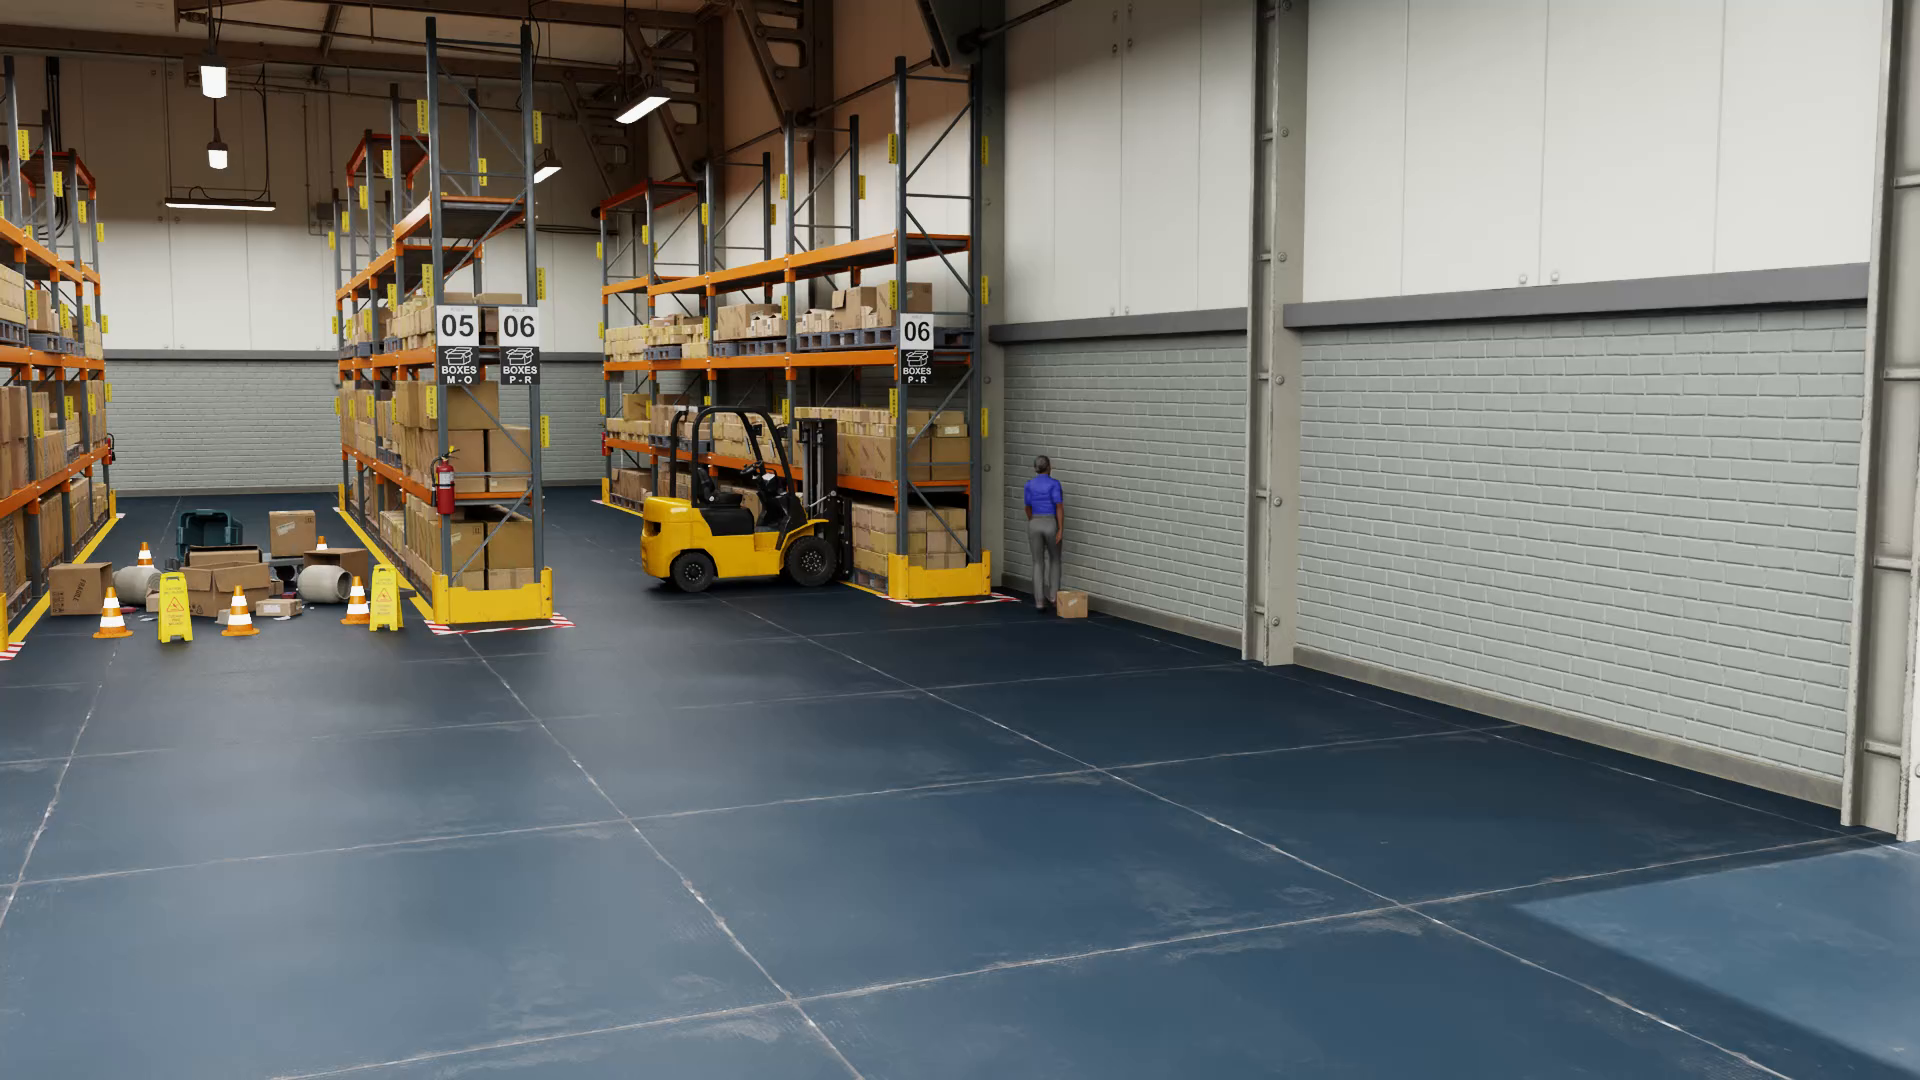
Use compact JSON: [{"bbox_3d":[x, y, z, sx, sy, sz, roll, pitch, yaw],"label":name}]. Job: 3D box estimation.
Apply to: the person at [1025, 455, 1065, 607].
[{"bbox_3d":[0.920,-0.081,17.954,0.446,1.674,0.735,1,6,9],"label":"person"}]
